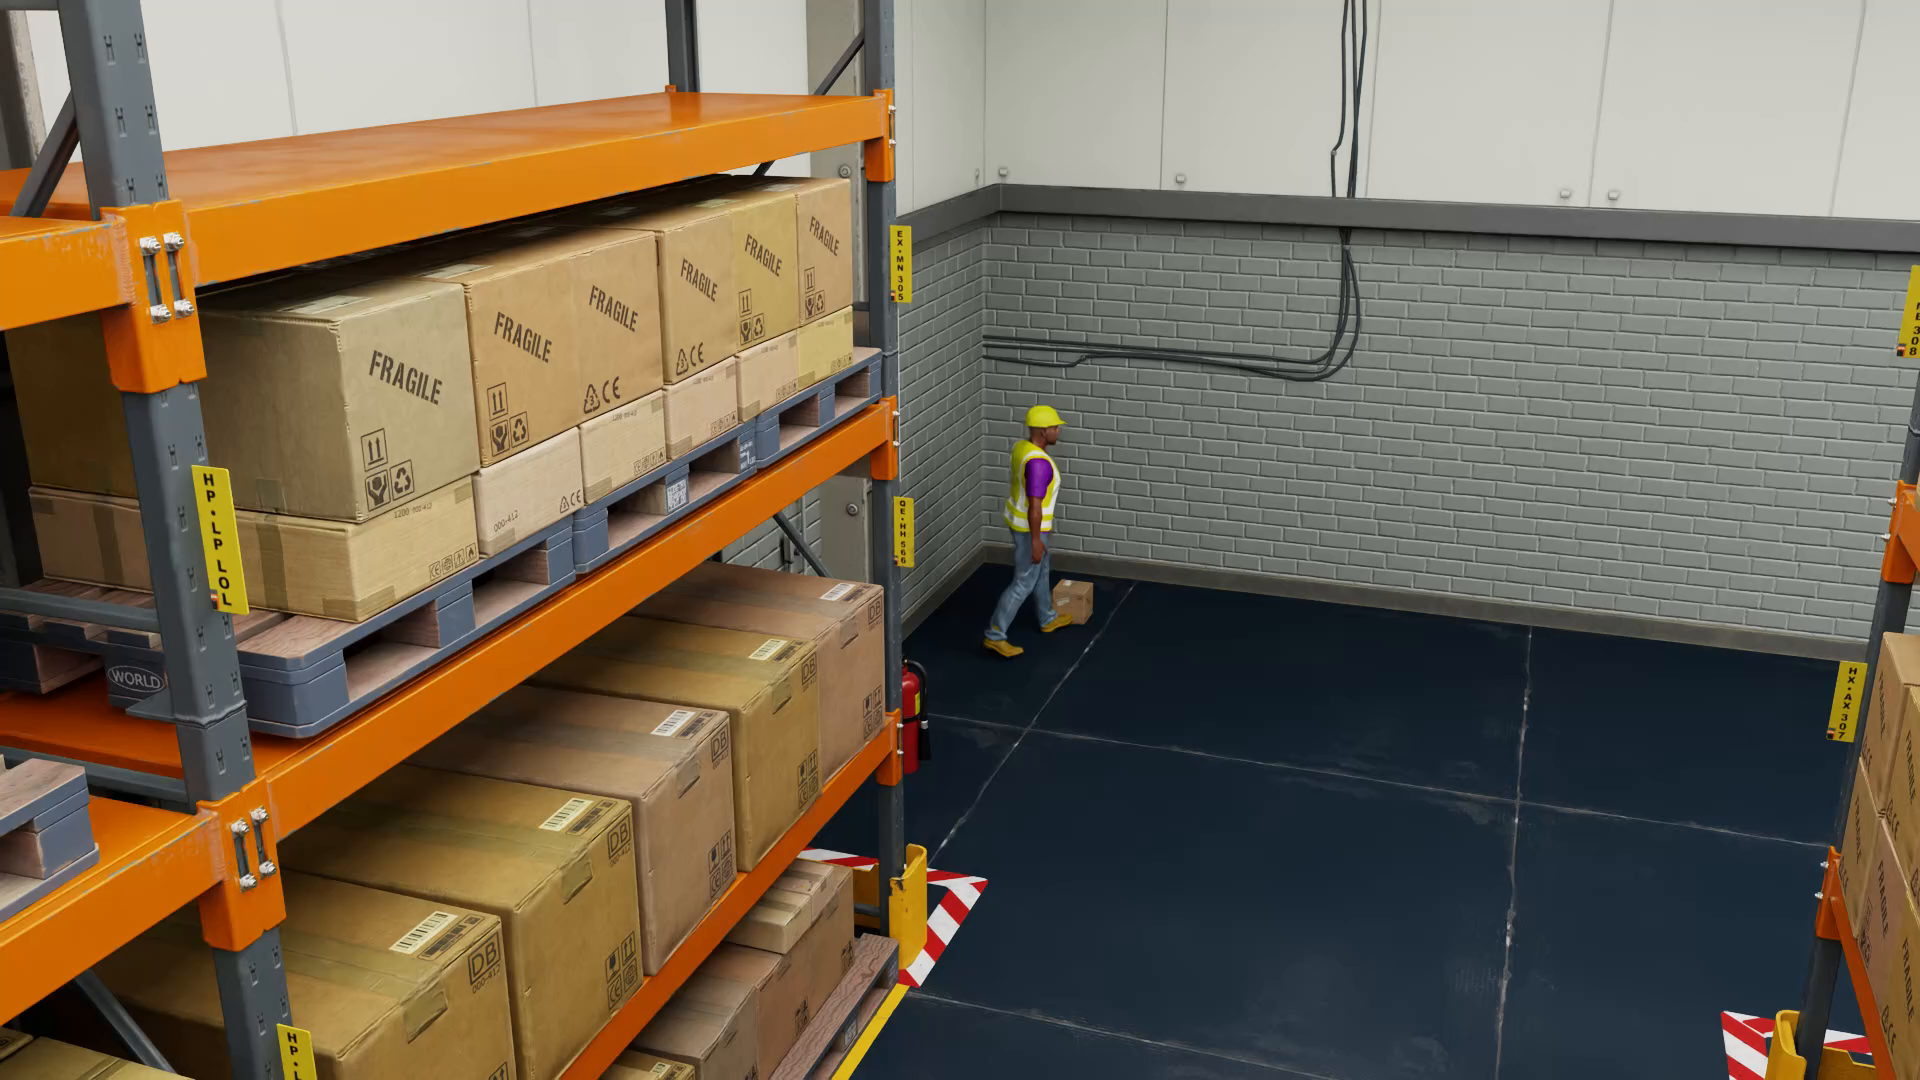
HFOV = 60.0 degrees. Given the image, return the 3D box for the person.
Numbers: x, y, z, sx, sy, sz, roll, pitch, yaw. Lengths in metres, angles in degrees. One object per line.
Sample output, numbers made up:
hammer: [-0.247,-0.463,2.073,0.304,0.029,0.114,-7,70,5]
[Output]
person: [0.513,-0.102,11.856,0.782,1.757,0.716,-6,19,-16]
